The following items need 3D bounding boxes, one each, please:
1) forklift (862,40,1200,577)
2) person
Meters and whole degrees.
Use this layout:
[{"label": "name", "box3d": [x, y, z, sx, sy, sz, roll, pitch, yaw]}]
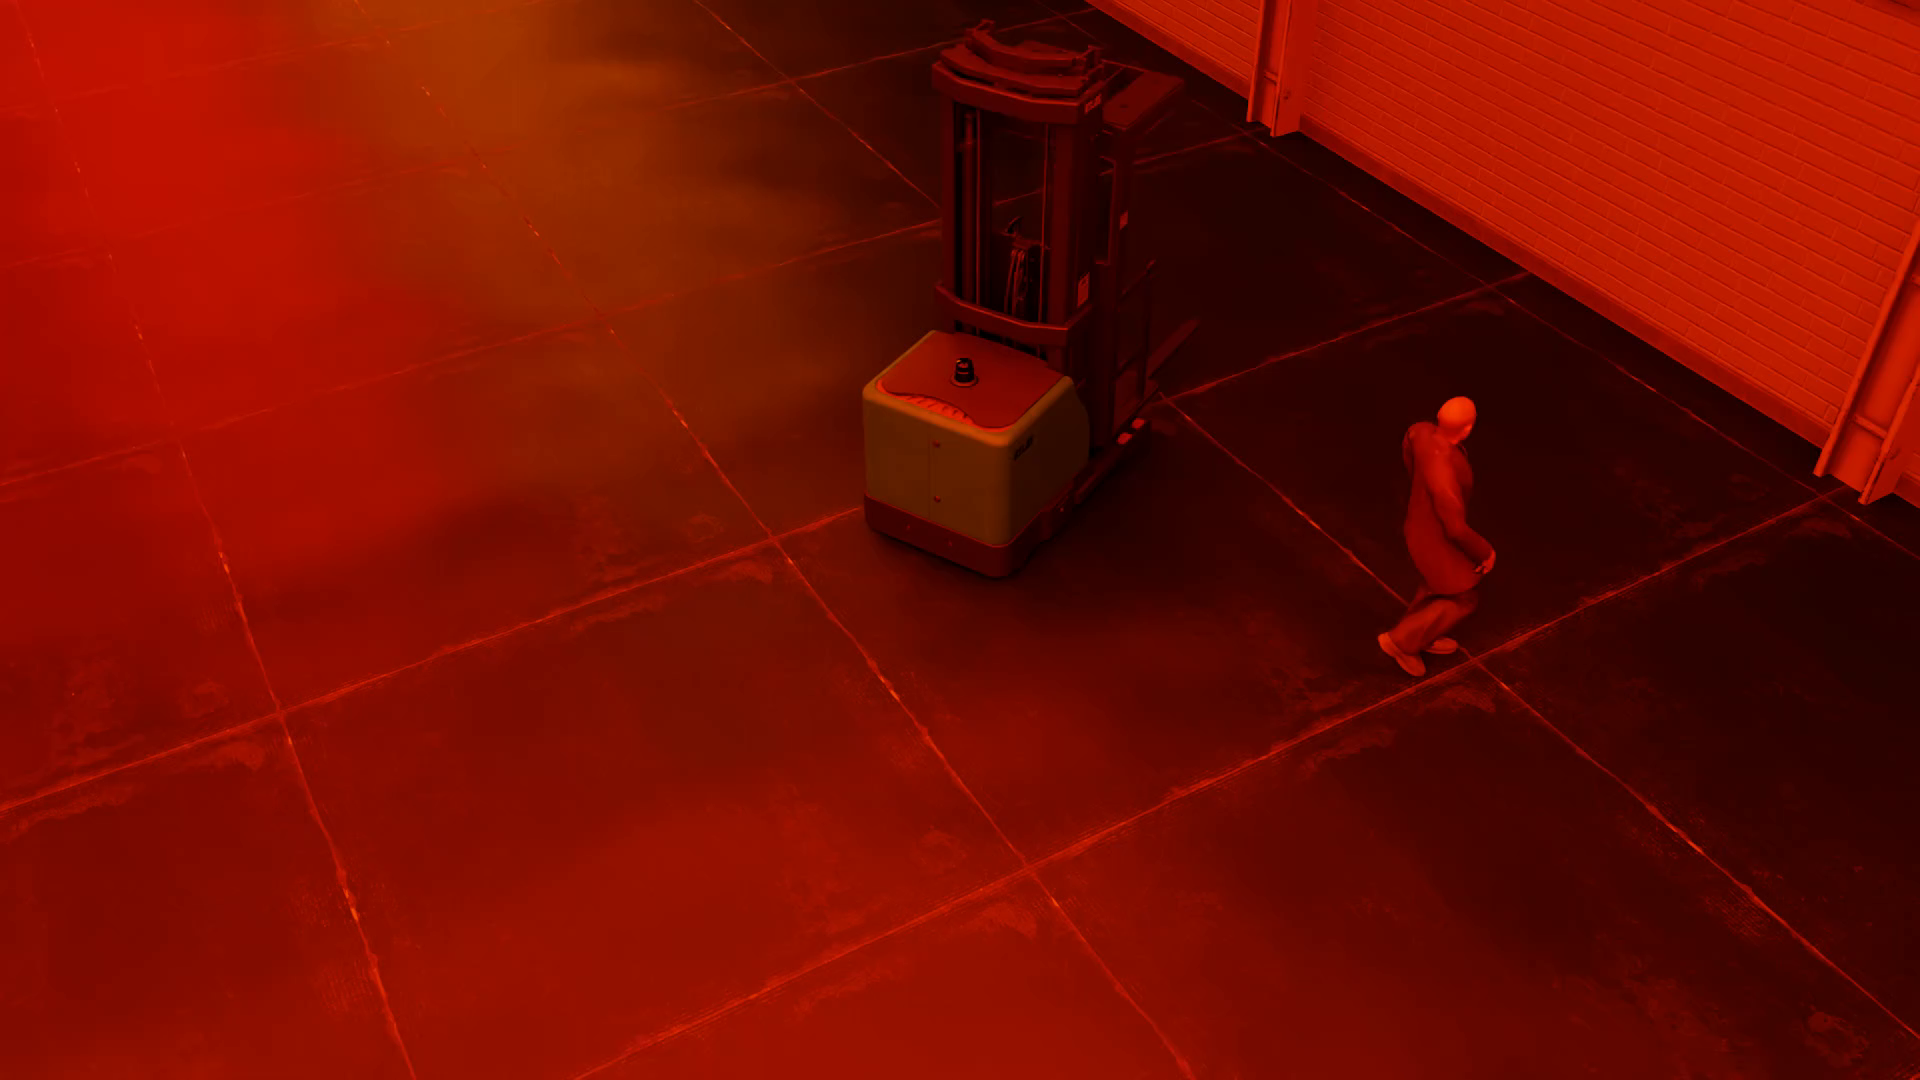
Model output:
[{"label": "forklift", "box3d": [0.621, -1.793, 10.248, 1.129, 2.867, 3.031, 22, 44, 24]}, {"label": "person", "box3d": [2.617, -0.052, 9.041, 0.508, 1.749, 0.796, 4, 40, 5]}]
